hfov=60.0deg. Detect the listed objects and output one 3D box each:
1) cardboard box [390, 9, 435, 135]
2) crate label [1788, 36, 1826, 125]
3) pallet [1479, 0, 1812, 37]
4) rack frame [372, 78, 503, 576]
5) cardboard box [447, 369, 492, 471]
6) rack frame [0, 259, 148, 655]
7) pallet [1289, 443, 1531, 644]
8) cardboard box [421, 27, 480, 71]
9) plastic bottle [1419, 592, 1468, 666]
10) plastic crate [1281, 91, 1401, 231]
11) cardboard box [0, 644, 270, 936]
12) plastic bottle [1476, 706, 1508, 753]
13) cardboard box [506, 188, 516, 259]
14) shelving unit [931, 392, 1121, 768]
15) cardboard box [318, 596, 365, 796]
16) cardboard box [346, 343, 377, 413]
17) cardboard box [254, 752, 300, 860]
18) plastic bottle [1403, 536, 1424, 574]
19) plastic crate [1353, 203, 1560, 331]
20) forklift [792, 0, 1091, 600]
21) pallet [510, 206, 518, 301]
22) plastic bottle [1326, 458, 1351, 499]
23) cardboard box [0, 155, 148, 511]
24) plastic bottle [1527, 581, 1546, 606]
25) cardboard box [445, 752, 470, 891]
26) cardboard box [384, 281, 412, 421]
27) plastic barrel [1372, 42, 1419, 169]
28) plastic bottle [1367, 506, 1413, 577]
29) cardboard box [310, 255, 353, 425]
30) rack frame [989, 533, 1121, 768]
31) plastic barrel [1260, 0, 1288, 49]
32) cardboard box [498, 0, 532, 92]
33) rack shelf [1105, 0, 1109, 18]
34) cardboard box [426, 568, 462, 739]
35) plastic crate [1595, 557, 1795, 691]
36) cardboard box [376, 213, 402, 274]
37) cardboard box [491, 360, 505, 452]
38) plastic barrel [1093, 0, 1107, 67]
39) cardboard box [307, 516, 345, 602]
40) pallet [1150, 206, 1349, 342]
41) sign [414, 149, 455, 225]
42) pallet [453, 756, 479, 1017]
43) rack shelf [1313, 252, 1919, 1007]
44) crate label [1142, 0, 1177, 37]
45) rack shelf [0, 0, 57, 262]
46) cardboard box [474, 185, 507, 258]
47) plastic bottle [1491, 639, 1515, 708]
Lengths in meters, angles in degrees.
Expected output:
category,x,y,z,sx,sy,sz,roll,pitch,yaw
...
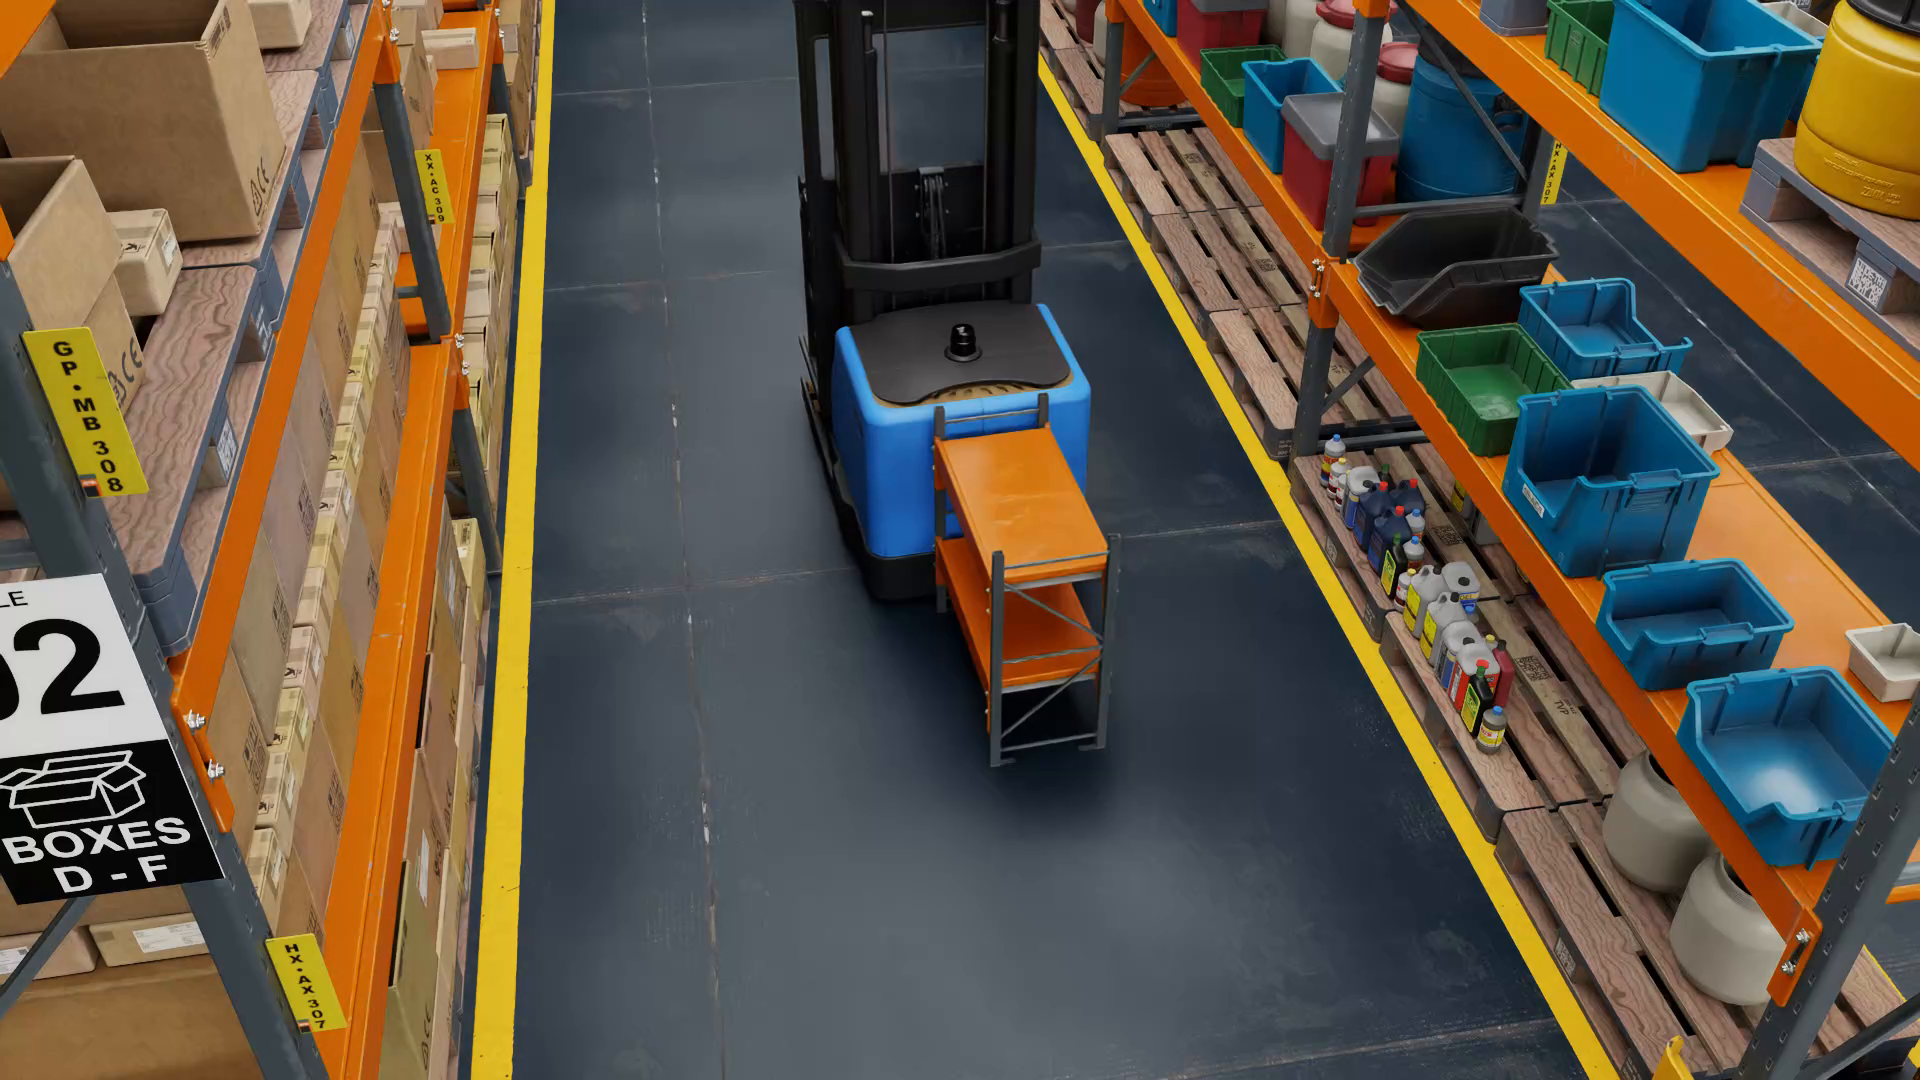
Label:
category,x,y,z,sx,sy,sz,roll,pitch,yaw
cardboard box,-3.081,-2.449,8.776,0.500,0.500,0.500,-8,39,-10
crate label,2.886,-1.411,5.198,0.502,0.251,0.408,-6,38,-8
pallet,2.410,-2.220,6.272,1.213,0.211,1.003,-6,38,-8
rack frame,-2.690,-1.005,6.999,1.000,3.000,0.127,-6,38,-8
cardboard box,-2.517,-0.583,7.897,0.500,0.311,0.500,-6,38,-8
rack frame,-1.988,-0.958,2.048,1.000,3.000,0.127,-6,38,-8
pallet,2.264,-0.024,8.009,1.003,0.211,1.213,-6,38,-8
cardboard box,-2.961,-2.808,9.525,0.380,0.149,0.250,-6,38,-8
plastic bottle,2.061,0.352,7.052,0.144,0.351,0.185,-5,38,-6
plastic crate,1.802,-1.820,7.996,0.402,0.464,0.583,-6,38,-8
cardboard box,-2.067,0.544,3.866,0.700,0.500,0.500,-6,38,-8
plastic bottle,2.135,0.750,6.662,0.097,0.201,0.097,0,38,0
cardboard box,-2.965,-1.899,10.048,0.500,0.250,0.500,-7,38,-8
shelving unit,0.251,0.157,7.031,0.538,1.125,1.048,-8,39,-10
cardboard box,-2.236,0.471,5.017,0.700,0.500,0.500,-6,38,-8
cardboard box,-2.254,-0.545,5.796,0.380,0.149,0.250,-6,38,-8
cardboard box,-1.894,0.696,4.199,0.380,0.149,0.250,-7,38,-9
plastic bottle,2.016,0.099,7.443,0.097,0.271,0.097,0,38,0
plastic crate,2.154,-1.181,7.276,0.767,0.338,0.504,-6,38,-8
forklift,-0.240,-1.788,8.062,1.130,2.935,3.031,-8,39,-10
pallet,-3.285,-1.818,10.319,1.003,0.211,1.213,-6,38,-8
plastic bottle,1.830,-0.303,8.018,0.097,0.201,0.097,0,38,0
cardboard box,-2.085,-0.383,3.212,0.797,0.503,0.637,-4,38,-5
plastic bottle,2.595,0.143,7.377,0.061,0.283,0.133,-6,38,-8
cardboard box,-2.125,1.077,6.218,0.500,0.250,0.500,-6,38,-8
cardboard box,-2.606,-0.777,6.624,0.700,0.500,0.500,-7,38,-9
plastic barrel,2.236,-2.191,8.414,0.433,0.535,0.433,0,38,0
plastic bottle,1.954,-0.017,7.527,0.144,0.351,0.185,-8,39,-10
cardboard box,-2.429,-0.682,5.444,0.700,0.500,0.500,-6,38,-8
rack frame,0.367,0.460,6.640,0.500,1.125,0.032,-8,39,-10
plastic barrel,1.951,-3.143,9.659,0.421,0.512,0.421,0,38,0
cardboard box,-3.370,-3.532,11.931,0.500,0.500,0.500,-7,38,-9
rack shelf,1.136,-4.875,12.567,1.077,0.370,4.000,-6,38,-8
cardboard box,-2.225,0.480,6.374,0.500,0.500,0.500,-6,38,-8
plastic crate,2.398,0.276,5.471,0.499,0.251,0.408,-6,38,-8
cardboard box,-2.431,-1.159,6.587,0.380,0.149,0.250,-6,38,-8
cardboard box,-2.605,-0.664,8.459,0.500,0.250,0.500,-5,38,-7
plastic barrel,1.197,-3.760,12.230,0.421,0.512,0.421,0,38,0
cardboard box,-2.073,0.077,4.995,0.380,0.149,0.250,-7,38,-9
pallet,1.795,-1.643,10.093,1.003,0.211,1.213,-6,38,-8
sign,-2.143,-1.439,6.787,0.100,0.325,0.005,-6,38,-8
pallet,-2.374,1.319,6.280,1.003,0.211,1.213,-6,38,-8
rack shelf,2.538,-0.043,6.347,1.077,0.370,4.000,-6,38,-8
crate label,1.394,-3.336,9.971,0.502,0.435,0.616,-6,38,-8
rack shelf,-2.339,-1.724,3.947,1.077,0.370,4.000,-6,38,-8
cardboard box,-2.873,-1.814,9.482,0.500,0.311,0.500,-6,38,-8
plastic bottle,2.223,0.550,6.852,0.061,0.283,0.133,-6,38,-8
